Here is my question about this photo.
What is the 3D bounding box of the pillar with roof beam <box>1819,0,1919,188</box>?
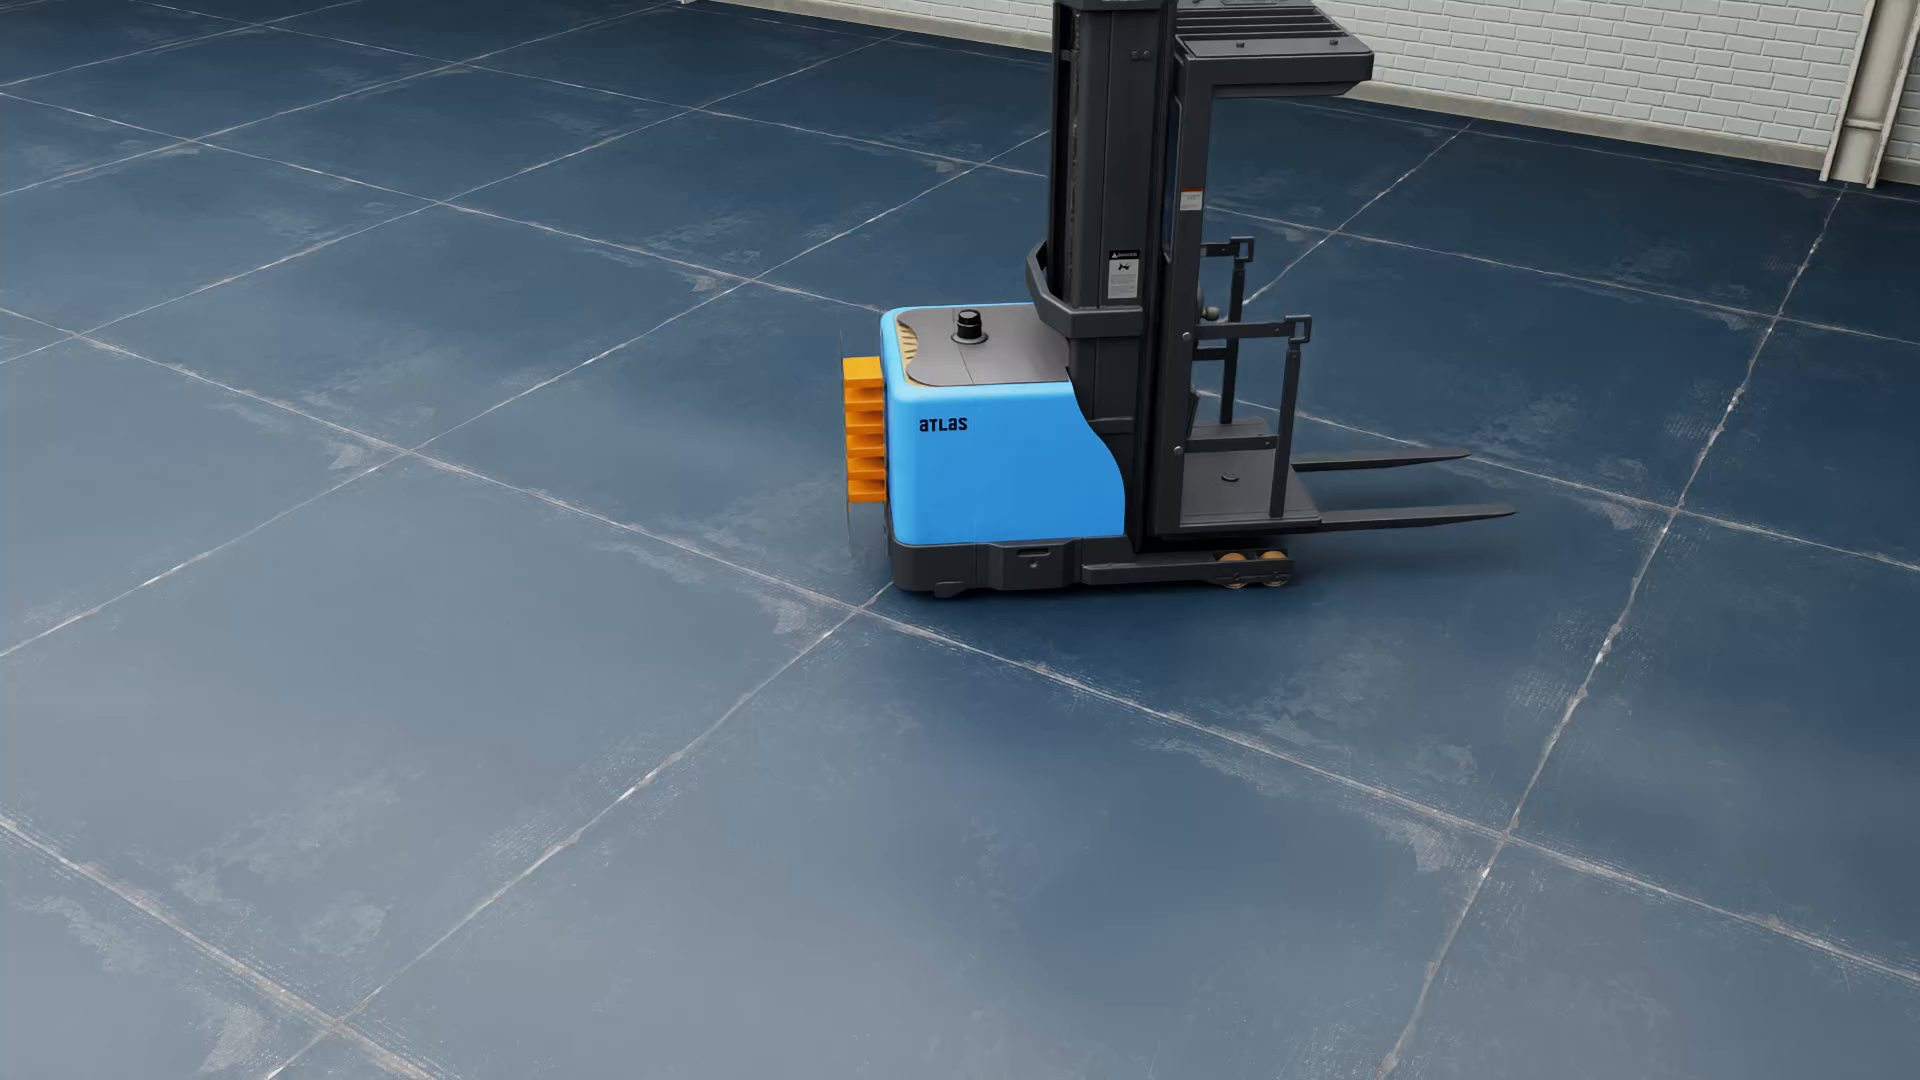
[{"bbox_3d":[4.738,-4.902,7.723,0.400,9.000,9.100,18,35,27],"label":"pillar with roof beam"}]

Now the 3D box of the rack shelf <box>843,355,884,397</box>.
[{"bbox_3d":[-0.454,-0.760,7.736,0.180,0.103,0.258,-3,30,-5],"label":"rack shelf"}]

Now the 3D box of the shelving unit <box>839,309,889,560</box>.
[{"bbox_3d":[-0.454,-0.487,7.895,0.189,1.200,0.258,-3,30,-5],"label":"shelving unit"}]

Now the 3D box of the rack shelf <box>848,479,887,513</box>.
[{"bbox_3d":[-0.454,-0.242,8.038,0.180,0.103,0.258,-3,30,-5],"label":"rack shelf"}]

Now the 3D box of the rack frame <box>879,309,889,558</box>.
[{"bbox_3d":[-0.362,-0.492,7.903,0.006,1.200,0.240,-3,30,-5],"label":"rack frame"}]

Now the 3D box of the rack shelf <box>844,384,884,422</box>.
[{"bbox_3d":[-0.454,-0.656,7.796,0.180,0.103,0.258,-3,30,-5],"label":"rack shelf"}]

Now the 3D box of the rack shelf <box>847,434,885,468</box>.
[{"bbox_3d":[-0.454,-0.449,7.917,0.180,0.103,0.258,-3,30,-5],"label":"rack shelf"}]

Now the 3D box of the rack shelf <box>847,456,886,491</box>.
[{"bbox_3d":[-0.454,-0.345,7.978,0.180,0.103,0.258,-3,30,-5],"label":"rack shelf"}]

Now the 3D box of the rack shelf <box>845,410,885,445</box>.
[{"bbox_3d":[-0.454,-0.553,7.857,0.180,0.103,0.258,-3,30,-5],"label":"rack shelf"}]

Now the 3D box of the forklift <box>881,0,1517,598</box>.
[{"bbox_3d":[1.154,-1.299,7.568,3.031,2.935,1.130,-3,30,-5],"label":"forklift"}]

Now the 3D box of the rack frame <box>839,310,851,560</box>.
[{"bbox_3d":[-0.545,-0.483,7.887,0.006,1.200,0.240,-3,30,-5],"label":"rack frame"}]
